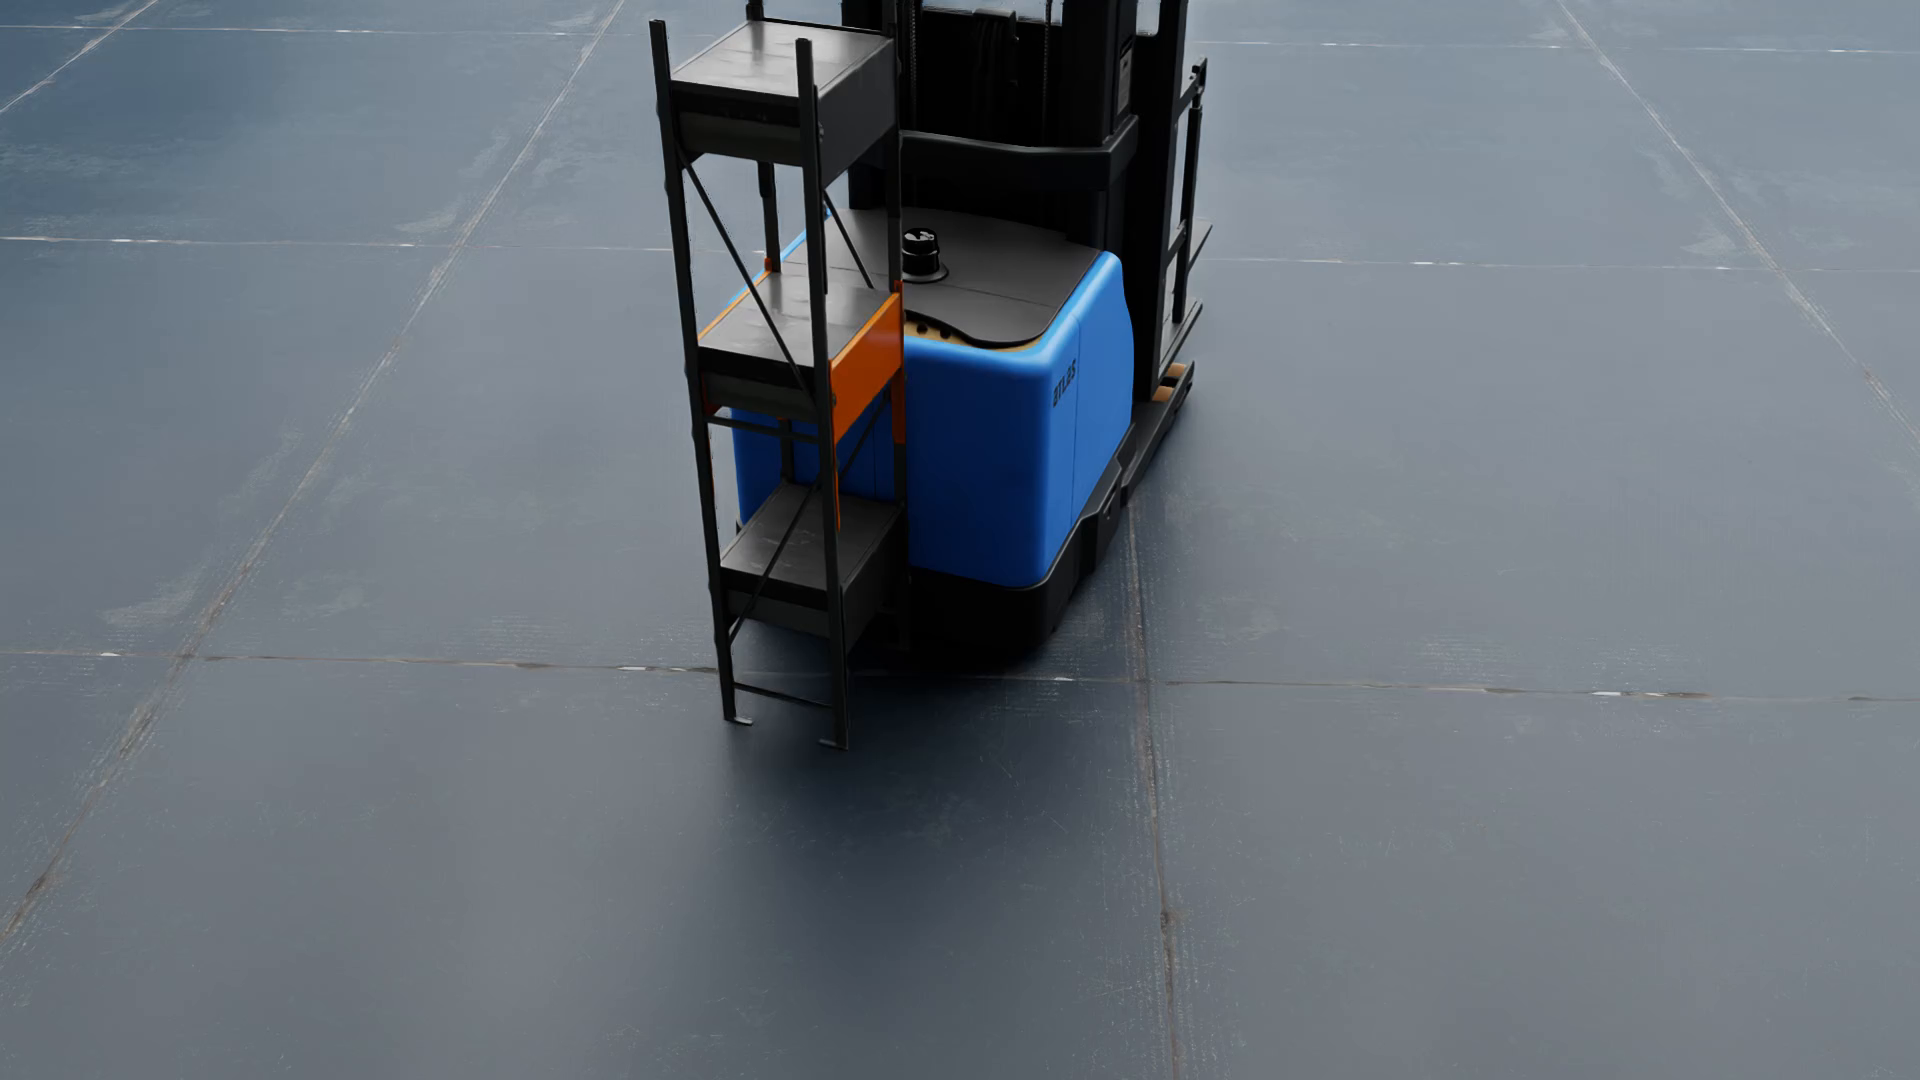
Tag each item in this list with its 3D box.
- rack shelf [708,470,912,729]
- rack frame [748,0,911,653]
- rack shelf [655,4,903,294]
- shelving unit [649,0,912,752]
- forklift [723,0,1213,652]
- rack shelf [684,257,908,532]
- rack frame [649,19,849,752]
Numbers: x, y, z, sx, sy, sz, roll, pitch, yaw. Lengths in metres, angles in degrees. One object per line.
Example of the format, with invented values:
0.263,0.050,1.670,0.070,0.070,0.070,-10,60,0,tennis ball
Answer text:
-0.431,0.169,4.924,0.431,0.518,0.480,12,37,17,rack shelf
-0.346,-0.546,4.701,0.400,2.100,0.015,12,37,17,rack frame
-0.431,-0.976,4.119,0.431,0.518,0.480,12,37,17,rack shelf
-0.431,-0.415,4.514,0.431,2.100,0.503,12,37,17,shelving unit
0.273,-1.696,5.614,1.130,2.935,3.031,12,37,17,forklift
-0.431,-0.404,4.522,0.431,0.518,0.480,12,37,17,rack shelf
-0.517,-0.283,4.327,0.400,2.100,0.015,12,37,17,rack frame
